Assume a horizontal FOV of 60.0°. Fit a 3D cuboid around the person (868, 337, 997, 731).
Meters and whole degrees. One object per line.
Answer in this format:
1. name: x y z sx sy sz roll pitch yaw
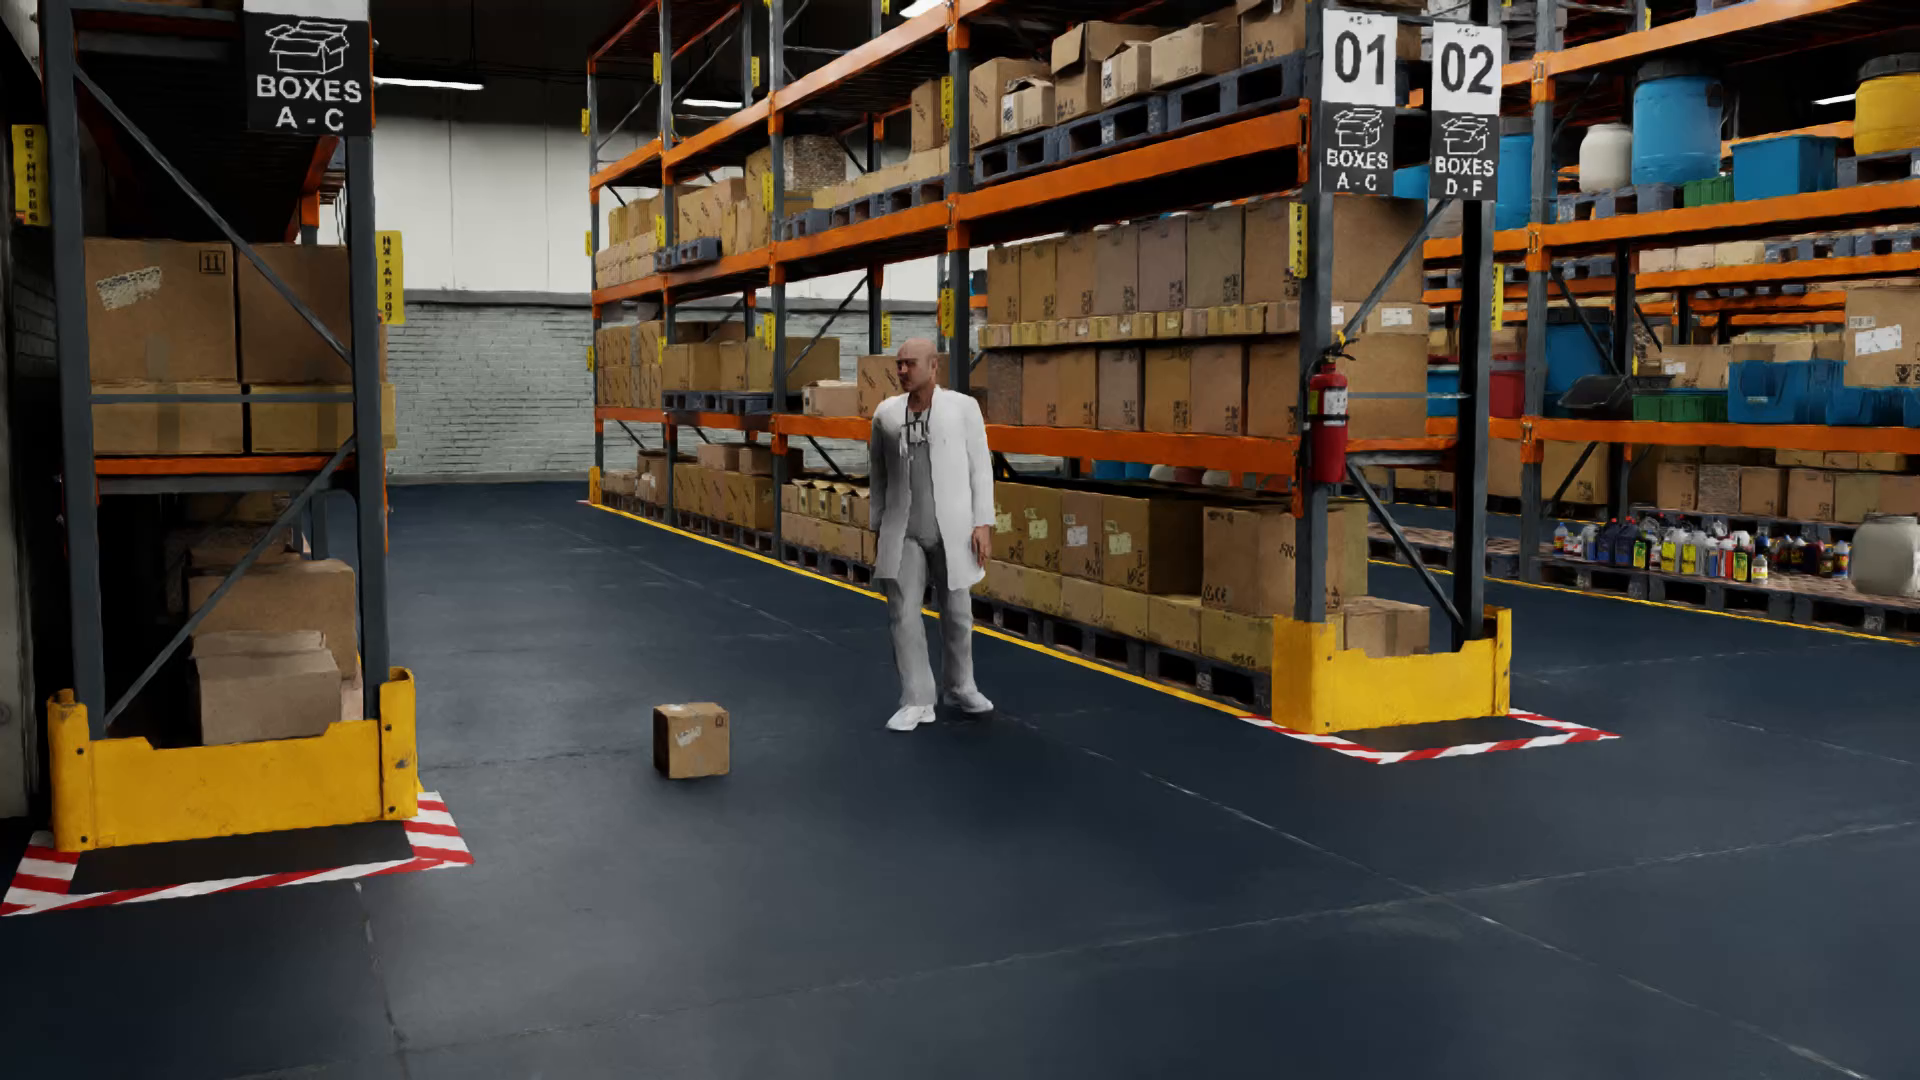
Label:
1. person: -0.126 0.026 7.635 0.607 1.637 0.639 1 5 10
